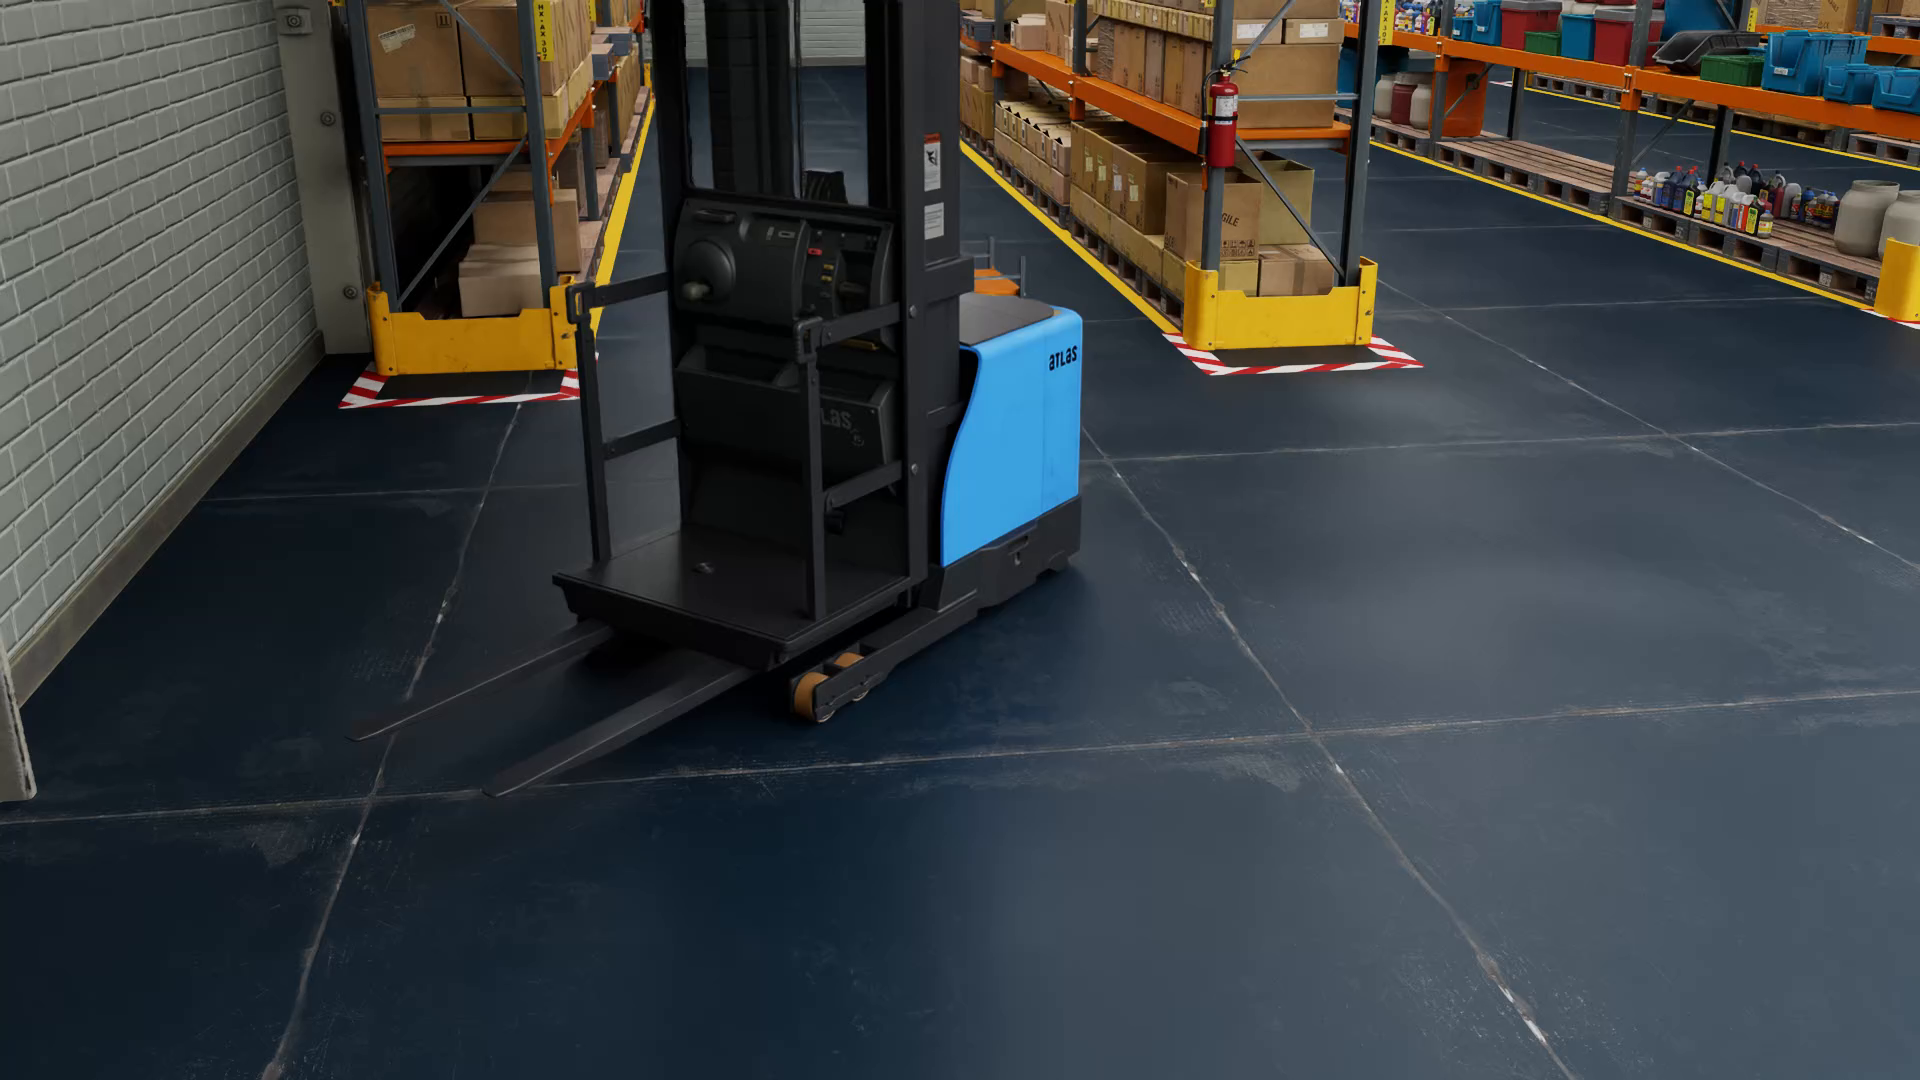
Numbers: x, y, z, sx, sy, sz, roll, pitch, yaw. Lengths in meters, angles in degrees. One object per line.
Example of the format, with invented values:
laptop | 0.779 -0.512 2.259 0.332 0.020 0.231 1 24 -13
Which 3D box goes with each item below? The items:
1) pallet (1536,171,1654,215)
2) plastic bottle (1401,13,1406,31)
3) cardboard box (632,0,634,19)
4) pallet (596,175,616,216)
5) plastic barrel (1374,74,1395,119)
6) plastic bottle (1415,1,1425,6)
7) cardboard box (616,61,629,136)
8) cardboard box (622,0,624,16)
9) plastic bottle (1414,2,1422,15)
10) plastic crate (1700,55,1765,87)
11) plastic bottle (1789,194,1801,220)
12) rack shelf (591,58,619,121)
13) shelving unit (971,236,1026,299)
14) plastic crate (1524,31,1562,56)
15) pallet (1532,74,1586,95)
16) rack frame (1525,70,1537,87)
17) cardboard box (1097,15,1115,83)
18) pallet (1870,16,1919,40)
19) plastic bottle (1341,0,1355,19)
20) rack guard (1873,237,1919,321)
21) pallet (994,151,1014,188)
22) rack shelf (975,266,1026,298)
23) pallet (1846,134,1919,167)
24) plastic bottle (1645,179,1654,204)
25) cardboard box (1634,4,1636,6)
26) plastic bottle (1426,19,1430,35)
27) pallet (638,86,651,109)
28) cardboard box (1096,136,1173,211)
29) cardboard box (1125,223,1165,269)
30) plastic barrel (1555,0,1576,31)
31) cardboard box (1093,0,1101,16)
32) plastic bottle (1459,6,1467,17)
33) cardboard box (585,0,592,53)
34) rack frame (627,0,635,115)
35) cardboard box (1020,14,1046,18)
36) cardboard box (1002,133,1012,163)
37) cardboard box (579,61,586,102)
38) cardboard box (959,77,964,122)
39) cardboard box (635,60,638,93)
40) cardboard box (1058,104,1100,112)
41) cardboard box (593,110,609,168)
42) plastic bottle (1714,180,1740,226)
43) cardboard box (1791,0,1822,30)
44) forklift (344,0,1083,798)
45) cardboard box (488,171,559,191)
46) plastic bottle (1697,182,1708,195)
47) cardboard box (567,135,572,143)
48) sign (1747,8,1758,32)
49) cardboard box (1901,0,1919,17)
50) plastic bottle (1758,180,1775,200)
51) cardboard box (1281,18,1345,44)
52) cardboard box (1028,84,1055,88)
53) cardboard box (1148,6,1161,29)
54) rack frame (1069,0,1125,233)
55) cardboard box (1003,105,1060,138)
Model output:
pallet | 6.191 -3.282 15.701 1.003 0.211 1.213 -3 21 -8
plastic bottle | 5.184 -6.018 19.325 0.097 0.201 0.097 0 20 0
cardboard box | -4.776 -7.170 21.698 0.980 0.700 0.700 -3 21 -9
pallet | -3.754 -3.205 15.495 1.003 0.211 1.213 -3 21 -8
plastic barrel | 5.346 -5.485 20.570 0.421 0.512 0.421 0 20 0
plastic bottle | 5.711 -6.562 20.675 0.152 0.276 0.135 -3 21 -8
cardboard box | -4.134 -4.958 18.675 0.750 0.750 0.750 -3 21 -8
cardboard box | -4.151 -6.286 19.163 0.500 0.500 0.500 -3 21 -8
plastic bottle | 5.624 -6.467 20.427 0.097 0.271 0.097 0 20 0
plastic crate | 6.259 -3.735 13.231 0.450 0.188 0.662 -3 21 -8
plastic bottle | 6.859 -2.731 13.611 0.097 0.201 0.097 0 20 0
rack shelf | -3.749 -4.174 15.132 1.077 0.370 4.000 -3 21 -8
shelving unit | 0.094 -0.699 7.373 0.258 1.200 0.503 -5 21 -14
plastic crate | 5.812 -4.808 16.104 0.450 0.188 0.662 -3 21 -8
pallet | 9.707 -7.143 26.040 1.003 0.211 1.213 -3 21 -8
rack frame | 9.514 -8.723 26.283 1.000 3.000 0.127 -3 21 -8
cardboard box | 1.511 -3.963 13.397 0.700 0.500 0.500 -3 21 -9
pallet | 10.875 -5.622 18.254 1.213 0.211 1.003 -3 21 -8
plastic bottle | 4.932 -6.724 21.108 0.152 0.276 0.135 -3 21 -8
rack guard | 6.862 -1.786 11.284 1.175 0.500 0.348 -3 21 -8
pallet | 0.944 -3.861 17.252 1.003 0.211 1.213 -3 21 -8
rack shelf | 0.094 -1.067 7.236 0.258 0.148 0.480 -5 21 -14
pallet | 10.778 -4.376 18.630 1.003 0.211 1.213 -3 21 -8
plastic bottle | 5.984 -3.010 14.360 0.097 0.201 0.097 0 20 0
cardboard box | 9.648 -7.487 23.334 0.380 0.149 0.250 -3 21 -9
plastic bottle | 5.287 -5.769 18.660 0.097 0.201 0.097 0 20 0
pallet | -4.998 -6.394 24.034 1.003 0.211 1.213 -3 21 -8
cardboard box | 1.342 -2.807 12.702 0.500 0.500 0.500 -3 21 -8
cardboard box | 1.490 -2.110 11.907 0.500 0.250 0.500 -3 21 -8
plastic barrel | 6.186 -5.264 16.863 0.421 0.512 0.421 0 20 0
cardboard box | 1.288 -4.317 13.419 0.380 0.149 0.250 -3 21 -8
plastic bottle | 5.915 -6.137 19.543 0.097 0.271 0.097 0 20 0
cardboard box | -3.087 -3.961 12.647 0.500 0.500 0.500 -3 21 -8
rack frame | -4.614 -6.588 20.569 1.000 3.000 0.127 -3 21 -8
cardboard box | 0.873 -5.285 17.205 0.500 0.311 0.500 -2 21 -4
cardboard box | 0.722 -3.993 16.949 0.500 0.250 0.500 -3 21 -9
cardboard box | -2.941 -3.262 11.850 0.500 0.250 0.500 -3 21 -8
cardboard box | 0.268 -5.337 20.163 0.500 0.500 0.500 -3 21 -7
cardboard box | -4.846 -6.414 23.075 0.700 0.500 0.500 -4 21 -10
cardboard box | 1.264 -4.277 16.909 0.500 0.311 0.500 -3 21 -9
cardboard box | -3.882 -3.992 16.560 0.700 0.500 0.500 -3 21 -7
plastic bottle | 6.164 -2.706 13.331 0.144 0.351 0.185 -2 21 -6
cardboard box | 10.285 -6.331 19.737 0.500 0.500 0.500 -3 21 -8
forklift | -0.736 -0.950 5.572 1.130 2.935 3.031 13 24 31
cardboard box | -3.272 -2.496 12.556 0.500 0.500 0.500 -4 21 -12
plastic bottle | 6.134 -2.831 13.780 0.097 0.271 0.097 0 20 0
cardboard box | -3.650 -3.611 14.469 0.500 0.250 0.500 -3 21 -9
sign | 6.889 -4.472 14.506 0.100 0.325 0.005 -3 21 -8
cardboard box | 10.785 -6.011 18.281 0.500 0.500 0.500 -6 21 -14
plastic bottle | 6.697 -2.851 13.816 0.061 0.283 0.133 -3 21 -8
cardboard box | 2.174 -3.182 10.379 0.380 0.149 0.250 -3 21 -8
cardboard box | 0.933 -5.016 19.304 0.500 0.500 0.500 -3 21 -8
cardboard box | 1.548 -3.695 11.752 0.380 0.149 0.250 -3 21 -8
rack frame | 1.440 -4.070 13.825 1.000 3.000 0.127 -3 21 -8
cardboard box | 0.733 -4.248 16.831 0.500 0.311 0.500 -3 21 -9
